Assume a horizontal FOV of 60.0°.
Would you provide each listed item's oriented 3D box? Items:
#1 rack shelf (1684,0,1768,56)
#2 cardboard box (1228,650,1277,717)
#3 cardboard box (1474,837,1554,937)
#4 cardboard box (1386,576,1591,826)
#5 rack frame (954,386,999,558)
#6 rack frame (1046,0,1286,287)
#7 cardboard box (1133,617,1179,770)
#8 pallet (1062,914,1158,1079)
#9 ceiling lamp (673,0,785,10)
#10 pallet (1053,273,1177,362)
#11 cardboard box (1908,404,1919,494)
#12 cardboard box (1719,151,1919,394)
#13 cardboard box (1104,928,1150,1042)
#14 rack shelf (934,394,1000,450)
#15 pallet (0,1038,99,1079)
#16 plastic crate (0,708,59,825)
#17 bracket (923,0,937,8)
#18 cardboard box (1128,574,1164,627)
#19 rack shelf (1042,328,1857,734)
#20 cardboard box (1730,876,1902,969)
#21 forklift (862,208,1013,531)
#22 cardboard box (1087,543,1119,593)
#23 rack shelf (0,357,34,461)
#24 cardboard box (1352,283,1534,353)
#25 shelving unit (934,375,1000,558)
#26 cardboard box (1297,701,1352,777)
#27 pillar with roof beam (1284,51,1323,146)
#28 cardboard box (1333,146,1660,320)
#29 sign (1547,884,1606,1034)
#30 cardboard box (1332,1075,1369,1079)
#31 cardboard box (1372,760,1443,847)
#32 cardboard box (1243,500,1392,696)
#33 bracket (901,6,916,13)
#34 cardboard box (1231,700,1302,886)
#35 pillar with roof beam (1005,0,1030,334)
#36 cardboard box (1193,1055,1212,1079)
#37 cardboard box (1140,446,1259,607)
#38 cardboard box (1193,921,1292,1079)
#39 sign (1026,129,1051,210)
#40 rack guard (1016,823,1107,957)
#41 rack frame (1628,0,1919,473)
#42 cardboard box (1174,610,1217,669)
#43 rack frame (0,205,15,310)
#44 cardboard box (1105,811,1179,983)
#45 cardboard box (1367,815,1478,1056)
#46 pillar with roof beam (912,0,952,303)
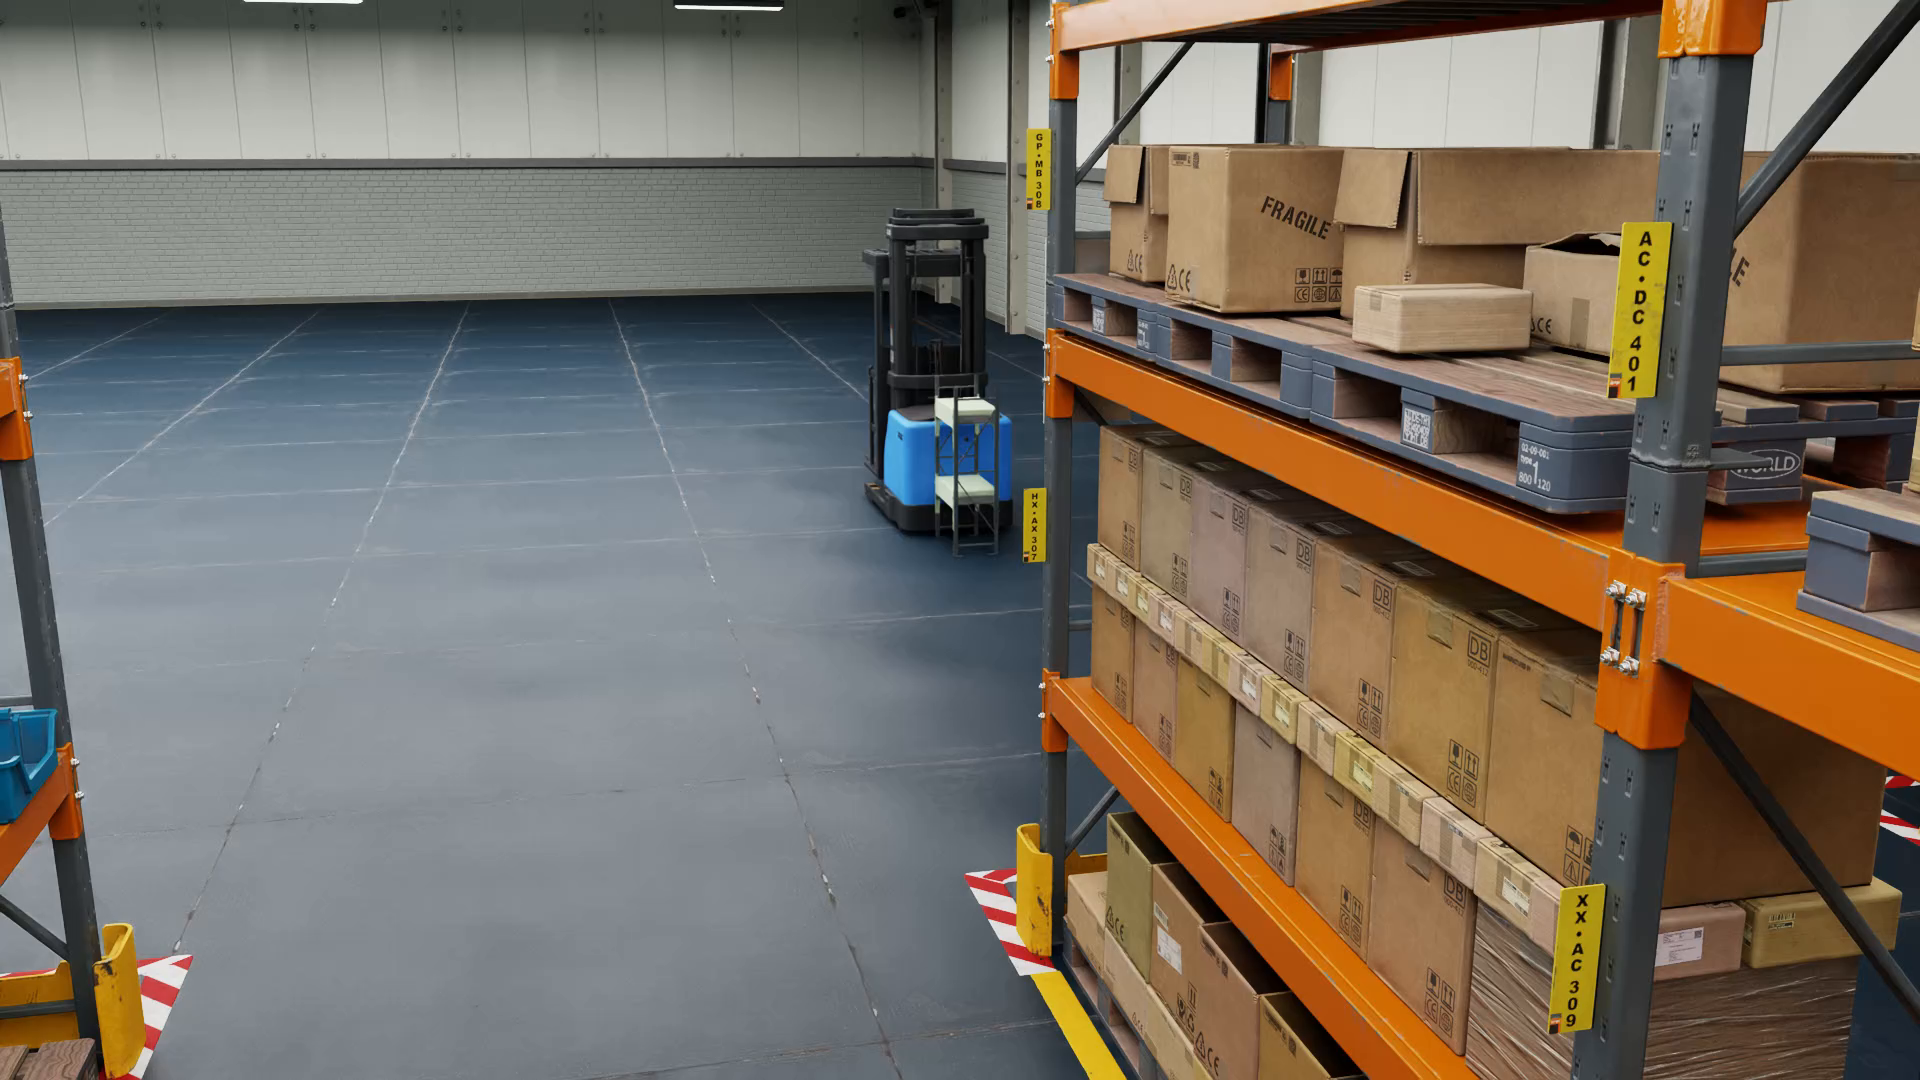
[{"bbox_3d":[2.274,-0.620,1.186,1.077,0.370,4.000,-3,14,-13],"label":"rack shelf"},{"bbox_3d":[1.108,0.460,5.470,0.380,0.149,0.250,-3,14,-13],"label":"cardboard box"},{"bbox_3d":[1.476,0.817,4.006,0.380,0.149,0.250,-4,14,-14],"label":"cardboard box"},{"bbox_3d":[1.574,0.392,4.382,0.700,0.500,0.500,-3,14,-13],"label":"cardboard box"},{"bbox_3d":[0.143,-0.587,14.492,0.400,1.500,0.023,-3,14,-13],"label":"rack frame"},{"bbox_3d":[0.865,-2.548,6.718,1.000,3.000,0.127,-3,14,-13],"label":"rack frame"},{"bbox_3d":[1.090,0.547,6.480,0.700,0.500,0.500,-3,14,-12],"label":"cardboard box"},{"bbox_3d":[1.085,1.895,7.049,1.003,0.211,1.213,-3,14,-13],"label":"pallet"},{"bbox_3d":[-4.276,-11.300,30.243,2.000,3.185,0.800,-3,14,-13],"label":"ceiling lamp"},{"bbox_3d":[1.006,-0.883,6.411,1.003,0.211,1.213,-3,14,-13],"label":"pallet"},{"bbox_3d":[1.939,-0.157,2.681,0.500,0.250,0.500,-2,14,-7],"label":"cardboard box"},{"bbox_3d":[1.942,-0.620,3.755,0.500,0.500,0.500,-2,14,-9],"label":"cardboard box"},{"bbox_3d":[0.895,1.749,6.678,0.500,0.250,0.500,-3,14,-13],"label":"cardboard box"},{"bbox_3d":[0.058,-1.051,14.745,0.431,0.370,0.720,-3,14,-13],"label":"rack shelf"},{"bbox_3d":[-3.702,2.199,5.805,1.003,0.211,1.213,-3,14,-13],"label":"pallet"},{"bbox_3d":[-3.543,0.813,5.917,0.499,0.251,0.616,-3,14,-13],"label":"plastic crate"},{"bbox_3d":[-0.609,-11.266,34.816,0.235,0.232,0.430,-3,14,-13],"label":"bracket"},{"bbox_3d":[0.869,0.224,6.437,0.380,0.149,0.250,-3,14,-13],"label":"cardboard box"},{"bbox_3d":[1.334,-0.280,5.271,1.077,0.370,4.000,-3,14,-13],"label":"rack shelf"},{"bbox_3d":[1.929,0.853,3.862,0.380,0.149,0.250,-3,14,-13],"label":"cardboard box"},{"bbox_3d":[-0.347,-1.808,16.475,1.130,2.935,3.031,-3,14,-13],"label":"forklift"},{"bbox_3d":[0.747,0.105,6.922,0.380,0.149,0.250,-3,14,-14],"label":"cardboard box"},{"bbox_3d":[-3.481,-0.005,4.145,1.077,0.370,4.000,-3,14,-13],"label":"rack shelf"},{"bbox_3d":[1.255,-0.581,4.337,0.380,0.149,0.250,-3,14,-13],"label":"cardboard box"},{"bbox_3d":[0.058,-0.671,14.838,0.431,1.500,0.755,-3,14,-13],"label":"shelving unit"},{"bbox_3d":[1.235,0.582,4.972,0.380,0.149,0.250,-3,14,-12],"label":"cardboard box"},{"bbox_3d":[-0.319,-5.240,17.737,9.100,9.000,0.400,-3,14,-13],"label":"pillar with roof beam"},{"bbox_3d":[1.540,-0.877,4.802,0.797,0.503,0.637,-2,14,-7],"label":"cardboard box"},{"bbox_3d":[1.265,0.861,3.413,0.100,0.325,0.005,-3,14,-13],"label":"sign"},{"bbox_3d":[1.377,1.846,4.704,0.500,0.500,0.500,-3,14,-13],"label":"cardboard box"},{"bbox_3d":[1.349,0.697,4.501,0.380,0.149,0.250,-3,14,-13],"label":"cardboard box"},{"bbox_3d":[1.340,0.161,5.327,0.700,0.500,0.500,-3,14,-13],"label":"cardboard box"},{"bbox_3d":[-1.222,-11.867,37.280,0.076,0.066,3.189,-3,14,-13],"label":"bracket"},{"bbox_3d":[1.328,0.783,5.514,0.700,0.500,0.500,-3,14,-11],"label":"cardboard box"},{"bbox_3d":[-3.137,-8.008,29.068,9.100,9.000,0.400,-3,14,-13],"label":"pillar with roof beam"},{"bbox_3d":[1.125,1.980,5.733,0.500,0.250,0.500,-3,14,-13],"label":"cardboard box"},{"bbox_3d":[1.103,-0.071,6.275,0.700,0.500,0.500,-4,14,-15],"label":"cardboard box"},{"bbox_3d":[1.124,1.616,5.644,0.500,0.500,0.500,-3,14,-13],"label":"cardboard box"},{"bbox_3d":[0.324,-1.524,6.840,0.100,0.325,0.005,-3,14,-13],"label":"sign"},{"bbox_3d":[0.859,1.575,7.750,1.175,0.500,0.348,-3,14,-13],"label":"rack guard"},{"bbox_3d":[1.804,-1.625,2.941,1.000,3.000,0.127,-3,14,-13],"label":"rack frame"},{"bbox_3d":[0.991,0.343,5.947,0.380,0.149,0.250,-4,14,-15],"label":"cardboard box"},{"bbox_3d":[-3.951,-2.273,5.592,1.000,3.000,0.127,-3,14,-13],"label":"rack frame"},{"bbox_3d":[0.894,1.385,6.589,0.500,0.500,0.500,-3,14,-13],"label":"cardboard box"},{"bbox_3d":[1.564,1.017,4.556,0.700,0.500,0.500,-3,14,-14],"label":"cardboard box"},{"bbox_3d":[-4.546,-9.393,34.734,9.100,9.000,0.548,-3,14,-13],"label":"pillar with roof beam"}]
